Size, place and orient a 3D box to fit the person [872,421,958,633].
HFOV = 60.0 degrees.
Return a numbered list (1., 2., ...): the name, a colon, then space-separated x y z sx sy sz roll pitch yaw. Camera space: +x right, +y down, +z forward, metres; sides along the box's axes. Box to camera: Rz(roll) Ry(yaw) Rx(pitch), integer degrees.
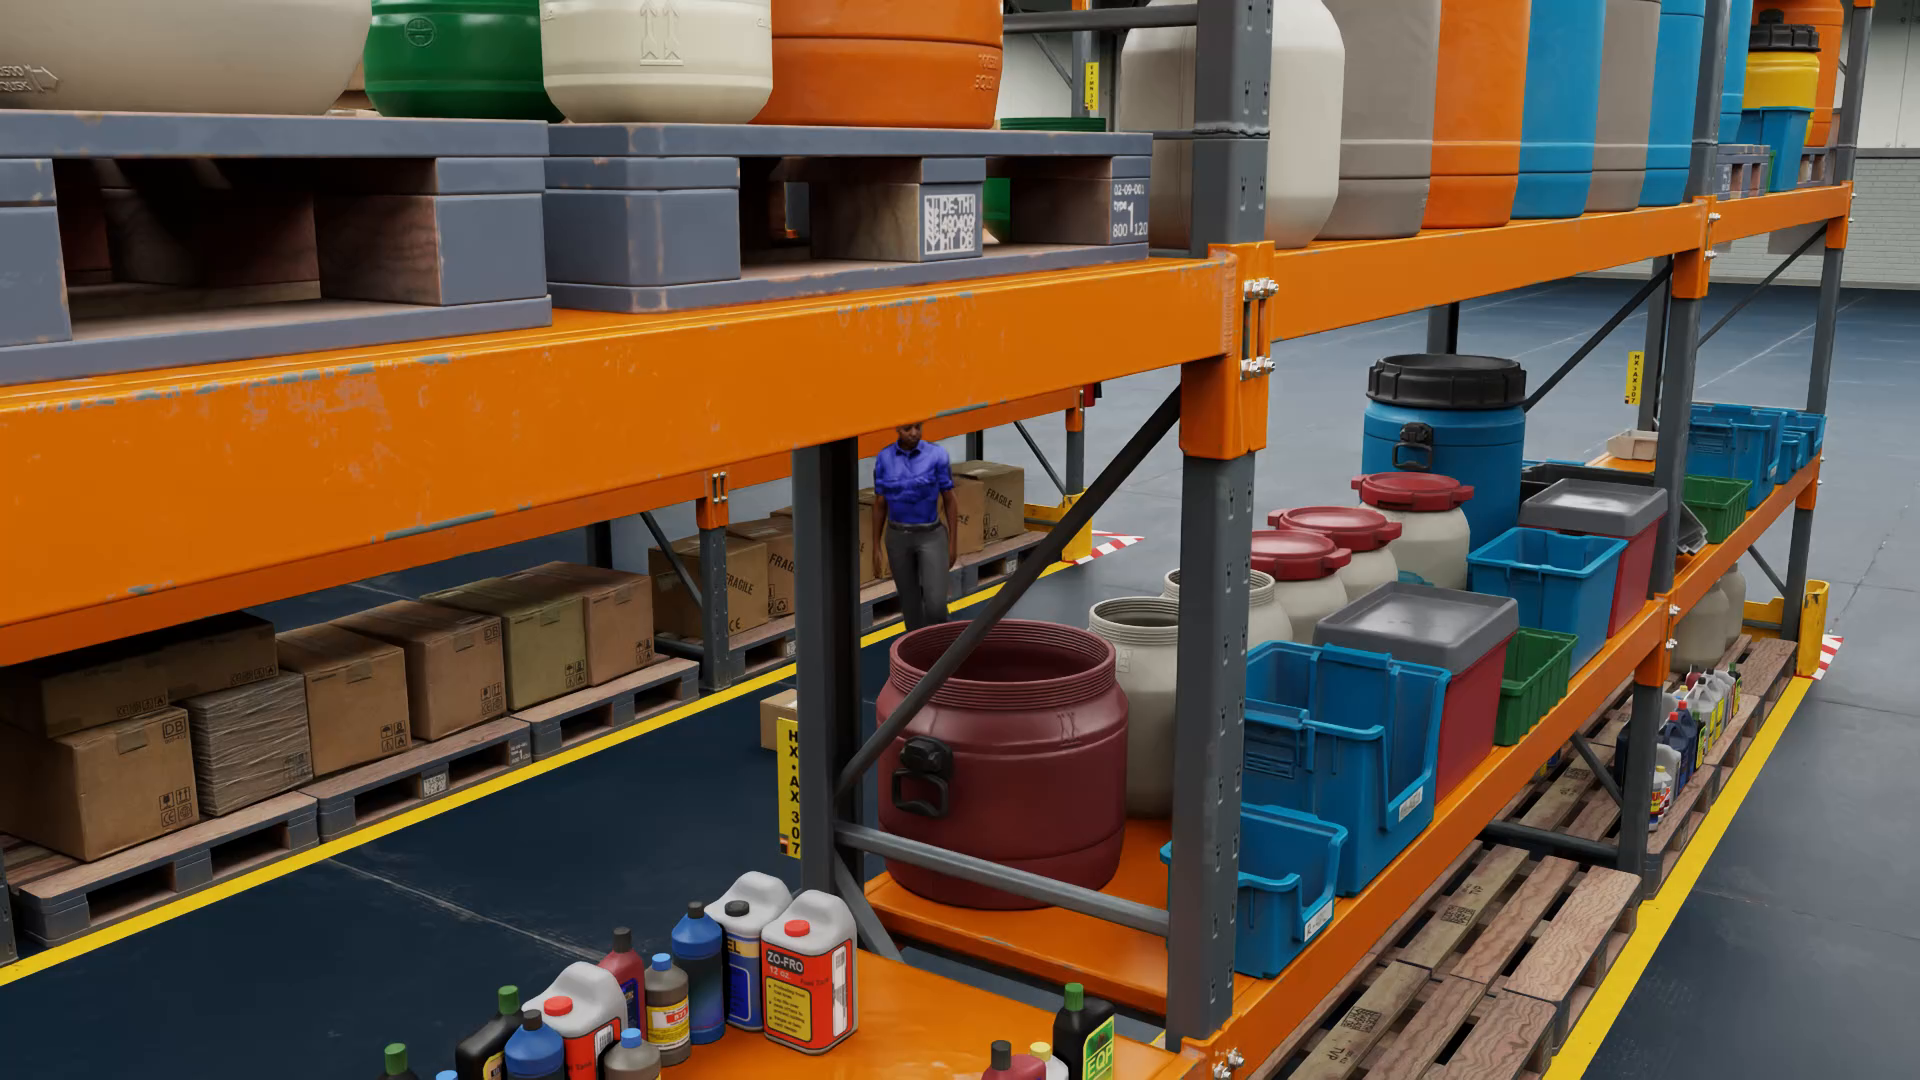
1. person: -0.224 0.027 9.343 0.516 1.666 0.455 4 14 15
